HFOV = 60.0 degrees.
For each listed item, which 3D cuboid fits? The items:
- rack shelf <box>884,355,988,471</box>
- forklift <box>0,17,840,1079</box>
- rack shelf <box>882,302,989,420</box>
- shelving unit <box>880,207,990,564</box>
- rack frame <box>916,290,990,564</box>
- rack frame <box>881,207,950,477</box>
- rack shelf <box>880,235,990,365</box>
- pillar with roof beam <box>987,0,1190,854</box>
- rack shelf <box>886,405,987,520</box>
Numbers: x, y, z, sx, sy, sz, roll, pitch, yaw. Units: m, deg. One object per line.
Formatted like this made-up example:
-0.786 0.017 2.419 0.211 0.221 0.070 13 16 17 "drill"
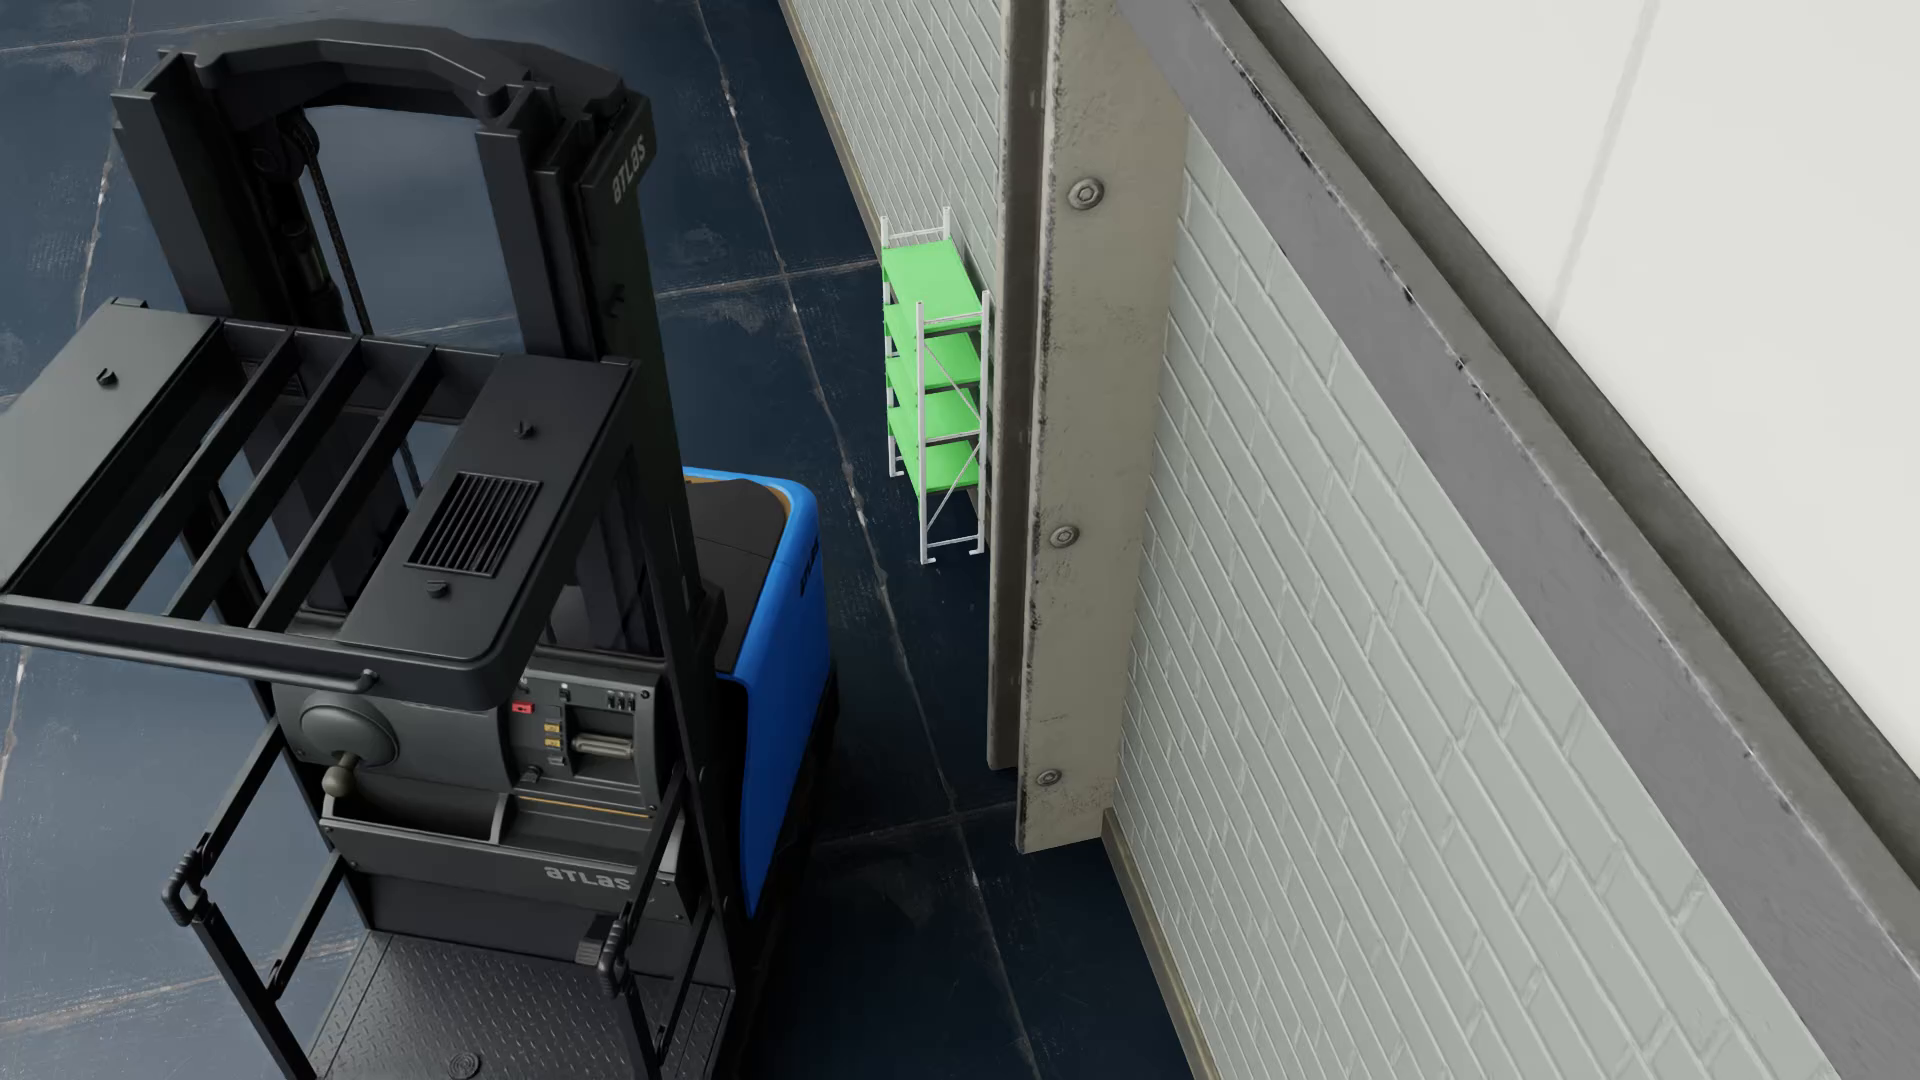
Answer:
-0.090 -0.480 5.969 0.258 0.148 0.480 -11 47 -11 "rack shelf"
-1.177 0.529 3.680 1.130 2.935 3.031 7 46 7 "forklift"
-0.089 -0.648 5.798 0.258 0.148 0.480 -11 47 -11 "rack shelf"
-0.089 -0.525 5.924 0.258 1.200 0.503 -11 47 -11 "shelving unit"
-0.025 -0.357 5.759 0.240 1.200 0.015 -11 47 -11 "rack frame"
-0.154 -0.693 6.088 0.240 1.200 0.015 -11 47 -11 "rack frame"
-0.087 -0.817 5.627 0.258 0.148 0.480 -11 47 -11 "rack shelf"
-3.875 -1.530 1.449 9.100 9.000 0.400 -11 47 -10 "pillar with roof beam"
-0.091 -0.312 6.140 0.258 0.148 0.480 -11 47 -11 "rack shelf"
